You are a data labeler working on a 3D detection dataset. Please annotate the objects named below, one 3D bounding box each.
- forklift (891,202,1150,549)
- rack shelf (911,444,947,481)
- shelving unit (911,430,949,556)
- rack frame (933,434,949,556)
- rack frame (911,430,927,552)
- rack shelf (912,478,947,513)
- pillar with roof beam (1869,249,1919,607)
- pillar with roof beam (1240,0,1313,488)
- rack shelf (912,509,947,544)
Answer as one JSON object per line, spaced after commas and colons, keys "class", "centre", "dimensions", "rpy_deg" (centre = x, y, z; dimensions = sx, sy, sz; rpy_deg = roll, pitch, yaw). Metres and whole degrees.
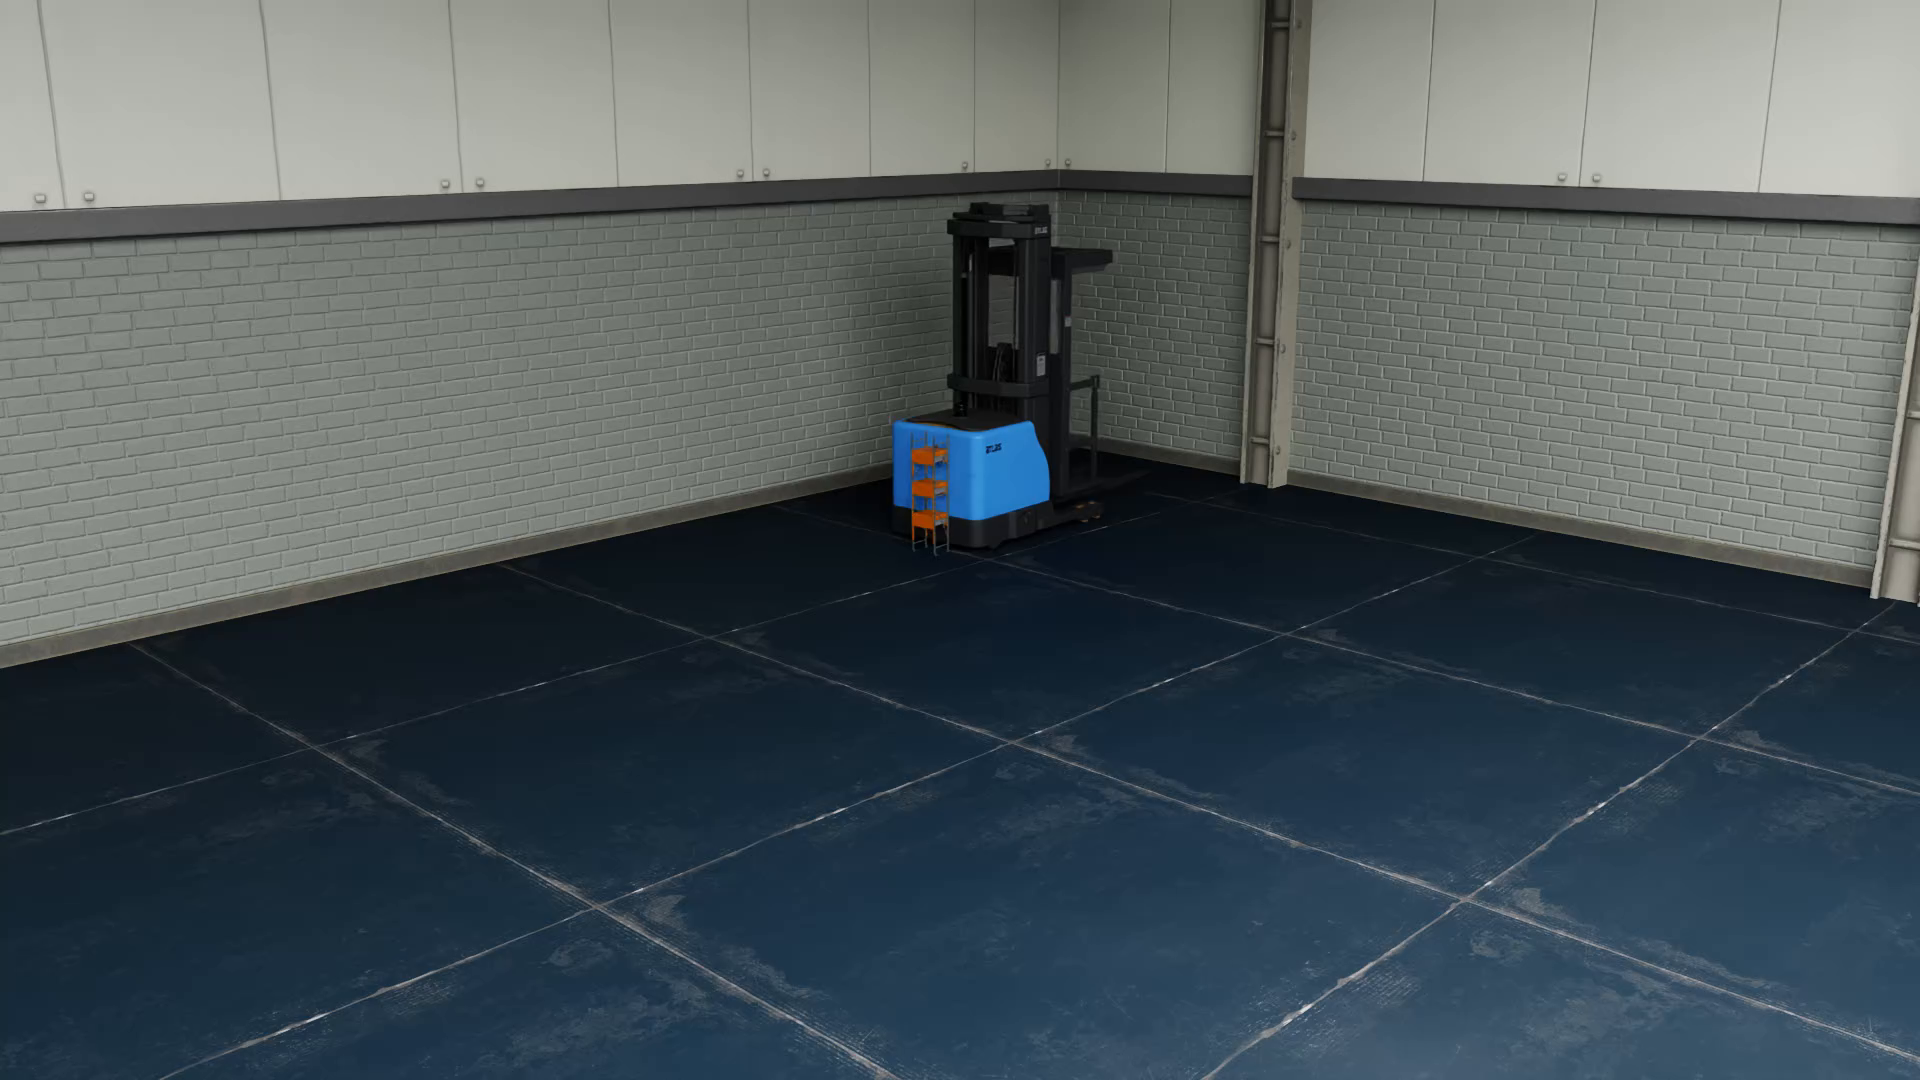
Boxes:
{"class": "forklift", "centre": [0.701, -1.650, 15.451], "dimensions": [1.130, 2.935, 3.031], "rpy_deg": [12, 19, 38]}
{"class": "rack shelf", "centre": [-0.258, -0.669, 14.336], "dimensions": [0.240, 0.259, 0.215], "rpy_deg": [11, 18, 37]}
{"class": "shelving unit", "centre": [-0.258, -0.405, 14.405], "dimensions": [0.252, 1.050, 0.215], "rpy_deg": [11, 18, 37]}
{"class": "rack frame", "centre": [-0.162, -0.386, 14.332], "dimensions": [0.008, 1.050, 0.200], "rpy_deg": [11, 18, 37]}
{"class": "rack frame", "centre": [-0.354, -0.424, 14.477], "dimensions": [0.008, 1.050, 0.200], "rpy_deg": [11, 18, 37]}
{"class": "rack shelf", "centre": [-0.258, -0.395, 14.407], "dimensions": [0.240, 0.259, 0.215], "rpy_deg": [11, 18, 37]}
{"class": "pillar with roof beam", "centre": [4.472, -3.111, 9.026], "dimensions": [0.400, 9.000, 9.100], "rpy_deg": [14, 20, 42]}
{"class": "pillar with roof beam", "centre": [0.152, -4.161, 13.056], "dimensions": [0.400, 9.000, 9.100], "rpy_deg": [14, 20, 42]}
{"class": "rack shelf", "centre": [-0.258, -0.126, 14.477], "dimensions": [0.240, 0.259, 0.215], "rpy_deg": [11, 18, 37]}
